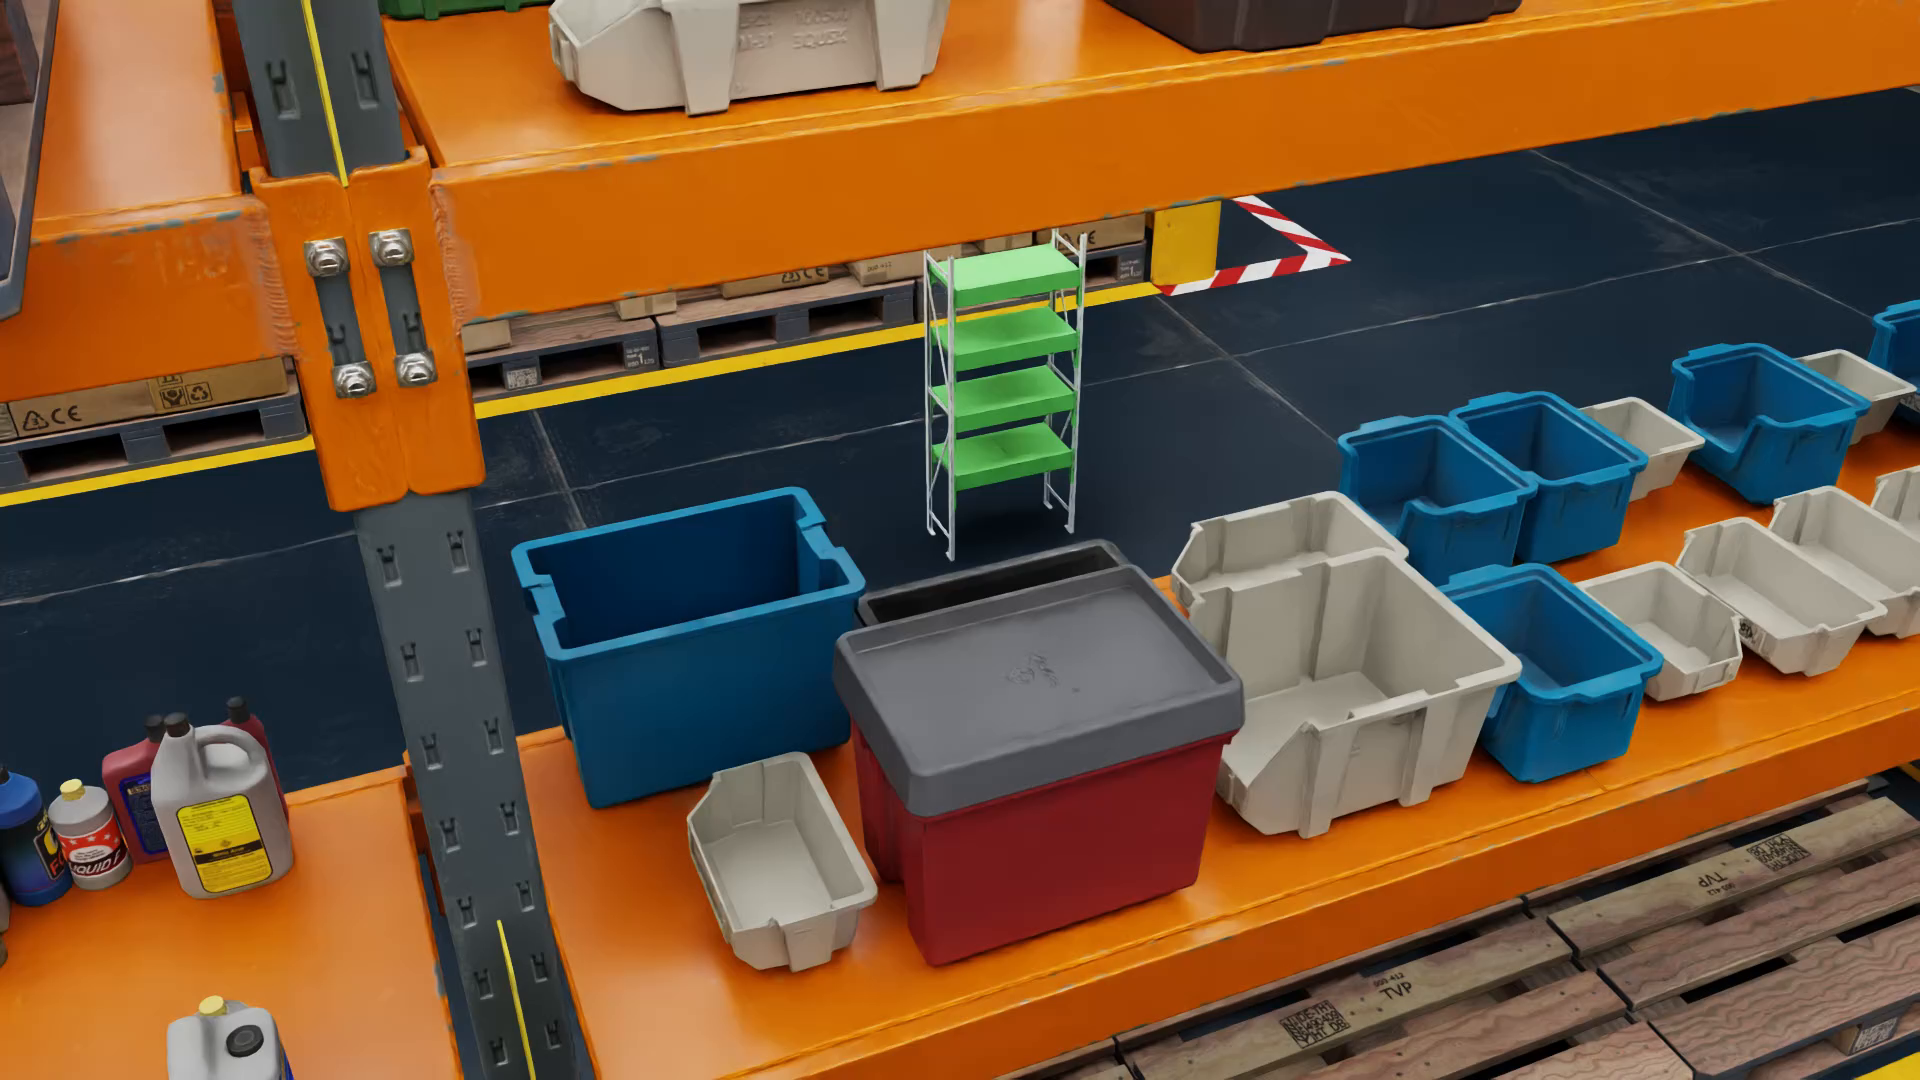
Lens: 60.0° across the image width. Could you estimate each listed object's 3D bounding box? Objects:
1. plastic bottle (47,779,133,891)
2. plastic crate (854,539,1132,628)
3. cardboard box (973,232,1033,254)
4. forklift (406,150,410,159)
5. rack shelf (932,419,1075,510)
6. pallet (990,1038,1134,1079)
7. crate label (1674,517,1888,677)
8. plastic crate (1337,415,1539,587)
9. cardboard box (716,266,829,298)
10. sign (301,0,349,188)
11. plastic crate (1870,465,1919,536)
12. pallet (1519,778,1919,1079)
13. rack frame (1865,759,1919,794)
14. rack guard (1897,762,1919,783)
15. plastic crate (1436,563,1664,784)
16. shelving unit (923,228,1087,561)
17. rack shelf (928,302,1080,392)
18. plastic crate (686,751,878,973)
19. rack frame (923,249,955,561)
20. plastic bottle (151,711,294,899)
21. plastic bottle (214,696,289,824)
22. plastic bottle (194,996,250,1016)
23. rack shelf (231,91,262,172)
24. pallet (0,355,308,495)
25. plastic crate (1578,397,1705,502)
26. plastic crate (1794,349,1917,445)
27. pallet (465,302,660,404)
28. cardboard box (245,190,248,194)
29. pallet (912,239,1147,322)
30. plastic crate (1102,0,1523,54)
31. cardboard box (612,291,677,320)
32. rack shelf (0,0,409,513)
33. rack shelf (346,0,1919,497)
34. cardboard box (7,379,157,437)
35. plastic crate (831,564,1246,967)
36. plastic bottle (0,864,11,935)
[{"bbox_3d":[-1.524,0.506,2.905,0.097,0.201,0.097,0,33,0],"label":"plastic bottle"},{"bbox_3d":[0.130,0.216,3.364,0.590,0.125,0.437,-13,35,-19],"label":"plastic crate"},{"bbox_3d":[0.161,-1.556,8.086,0.250,0.166,0.380,-13,35,-19],"label":"cardboard box"},{"bbox_3d":[-3.318,-3.608,9.108,1.130,2.935,3.031,-23,39,-30],"label":"forklift"},{"bbox_3d":[0.153,-0.283,6.142,0.480,0.148,0.258,-13,35,-19],"label":"rack shelf"},{"bbox_3d":[-0.135,1.492,3.764,1.213,0.211,1.003,-13,35,-19],"label":"pallet"},{"bbox_3d":[1.688,0.127,3.492,0.243,0.136,0.396,-13,35,-19],"label":"crate label"},{"bbox_3d":[1.044,-0.074,3.712,0.300,0.233,0.416,-13,35,-19],"label":"plastic crate"},{"bbox_3d":[-0.982,-1.531,7.739,0.637,0.503,0.797,-13,35,-19],"label":"cardboard box"},{"bbox_3d":[-0.587,-0.486,1.489,0.005,0.325,0.100,-13,35,-19],"label":"sign"},{"bbox_3d":[2.208,0.002,3.684,0.243,0.136,0.396,-13,35,-19],"label":"plastic crate"},{"bbox_3d":[2.114,0.977,4.556,1.213,0.211,1.003,-13,35,-19],"label":"pallet"},{"bbox_3d":[2.890,-0.347,4.033,0.127,3.000,1.000,-13,35,-19],"label":"rack frame"},{"bbox_3d":[2.907,0.689,4.732,0.348,0.500,1.175,-13,35,-19],"label":"rack guard"},{"bbox_3d":[1.096,0.261,3.197,0.300,0.233,0.416,-13,35,-19],"label":"plastic crate"},{"bbox_3d":[0.153,-0.538,5.976,0.503,1.200,0.258,-13,35,-19],"label":"shelving unit"},{"bbox_3d":[0.153,-0.685,5.880,0.480,0.148,0.258,-13,35,-19],"label":"rack shelf"},{"bbox_3d":[-0.314,0.557,2.831,0.243,0.136,0.396,-13,35,-19],"label":"plastic crate"},{"bbox_3d":[-0.072,-0.486,5.897,0.015,1.200,0.240,-13,35,-19],"label":"rack frame"},{"bbox_3d":[-1.286,0.438,2.871,0.185,0.351,0.144,-13,35,-19],"label":"plastic bottle"},{"bbox_3d":[-1.302,0.409,2.977,0.133,0.283,0.061,-13,35,-19],"label":"plastic bottle"},{"bbox_3d":[-1.102,0.768,2.502,0.097,0.201,0.097,0,33,0],"label":"plastic bottle"},{"bbox_3d":[-4.556,-1.270,6.111,4.000,0.370,1.077,-13,35,-19],"label":"rack shelf"},{"bbox_3d":[-3.448,-0.634,7.032,1.213,0.211,1.003,-13,35,-19],"label":"pallet"},{"bbox_3d":[1.582,-0.206,4.002,0.298,0.136,0.250,-13,35,-19],"label":"plastic crate"},{"bbox_3d":[2.207,-0.349,4.222,0.298,0.136,0.250,-13,35,-19],"label":"plastic crate"},{"bbox_3d":[-2.079,-0.970,7.547,1.213,0.211,1.003,-13,35,-19],"label":"pallet"},{"bbox_3d":[-3.253,-1.151,7.157,0.500,0.500,0.500,-15,36,-21],"label":"cardboard box"},{"bbox_3d":[0.171,-1.485,8.339,1.213,0.211,1.003,-13,35,-19],"label":"pallet"},{"bbox_3d":[0.453,-0.829,2.144,0.590,0.269,0.497,-13,35,-19],"label":"plastic crate"},{"bbox_3d":[-1.448,-1.158,7.474,0.250,0.166,0.380,-13,35,-19],"label":"cardboard box"},{"bbox_3d":[-2.642,-0.036,1.464,4.000,0.370,1.077,-13,35,-19],"label":"rack shelf"},{"bbox_3d":[1.046,-0.880,2.762,4.000,0.370,1.077,-13,35,-19],"label":"rack shelf"},{"bbox_3d":[-3.515,-0.782,6.590,0.500,0.500,0.500,-13,35,-19],"label":"cardboard box"},{"bbox_3d":[0.122,0.383,2.797,0.583,0.464,0.402,-13,35,-19],"label":"plastic crate"},{"bbox_3d":[-1.710,0.533,2.794,0.135,0.276,0.152,-13,35,-19],"label":"plastic bottle"}]
